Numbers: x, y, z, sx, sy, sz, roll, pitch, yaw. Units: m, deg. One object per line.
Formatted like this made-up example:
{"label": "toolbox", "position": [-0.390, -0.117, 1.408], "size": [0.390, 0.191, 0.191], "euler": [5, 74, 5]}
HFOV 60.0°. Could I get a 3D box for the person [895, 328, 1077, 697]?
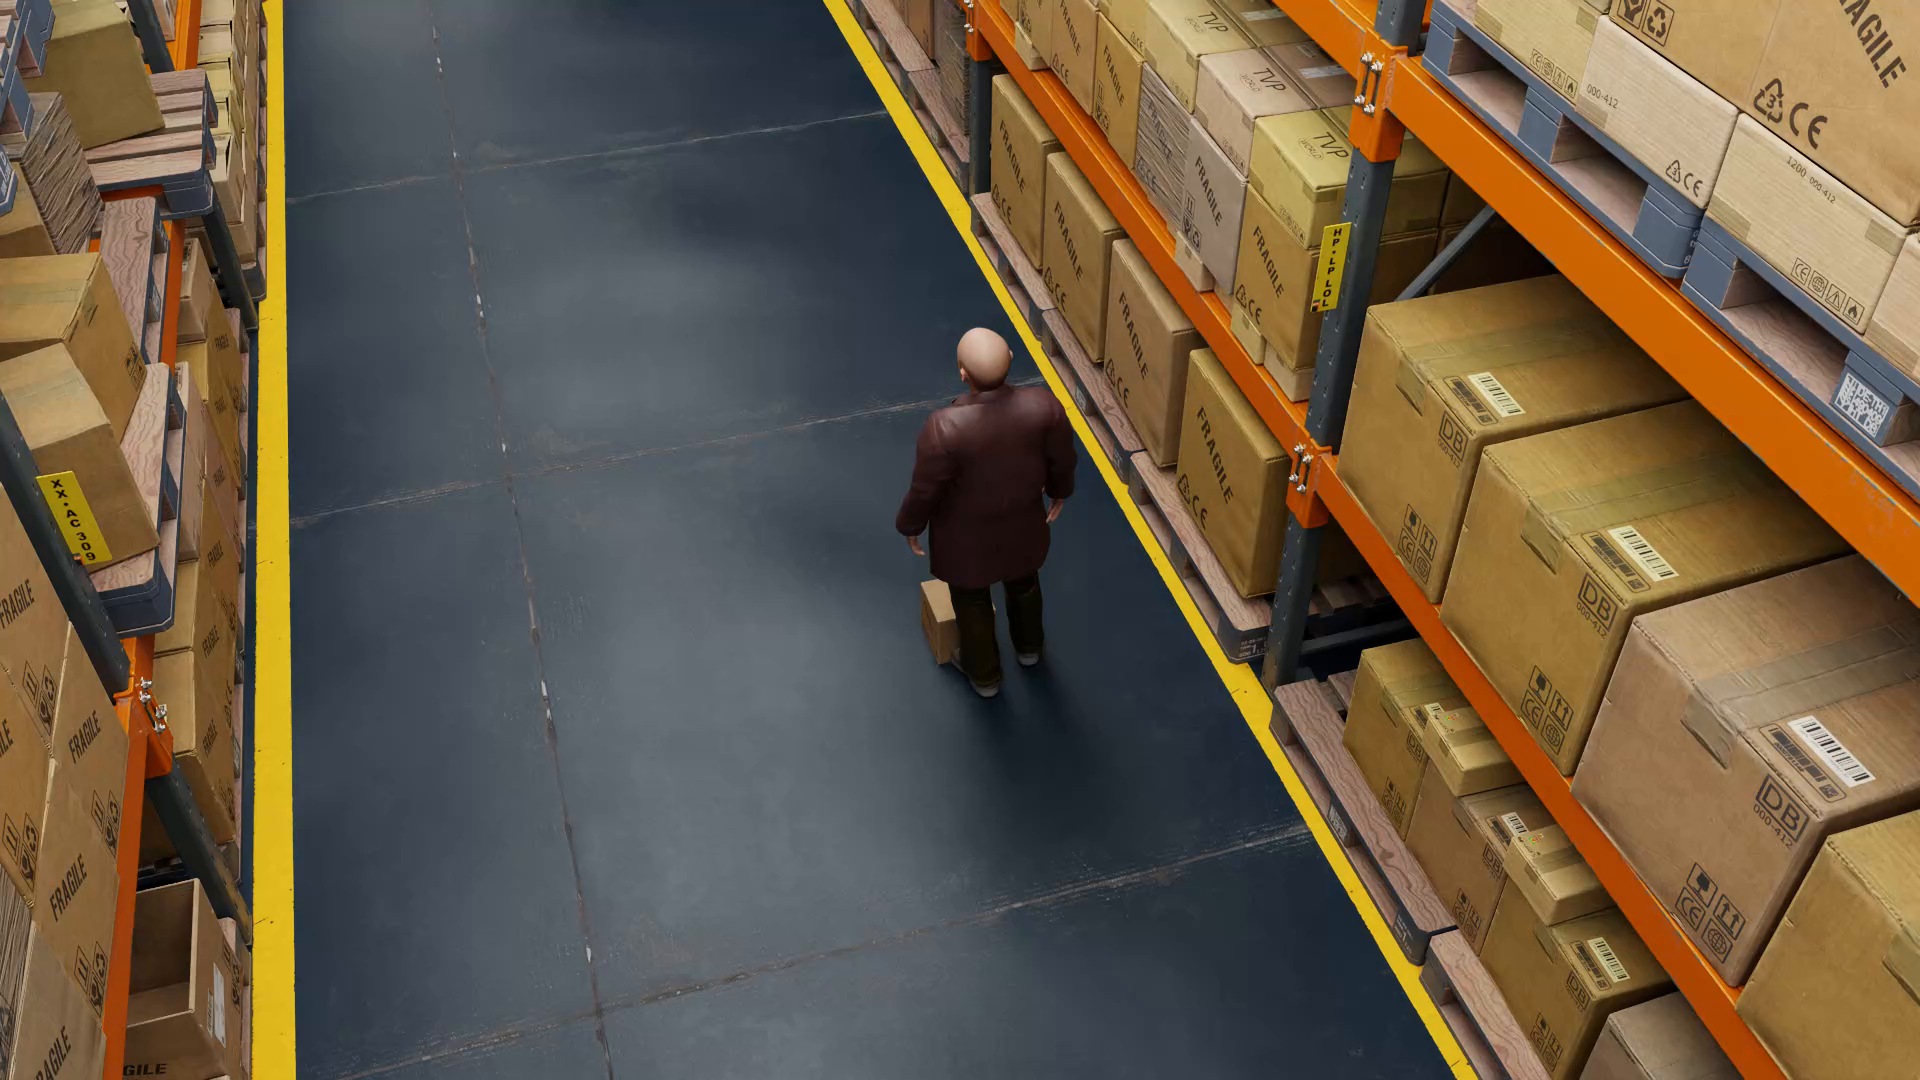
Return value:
{"label": "person", "position": [0.075, -0.142, 6.316], "size": [0.698, 1.777, 0.580], "euler": [-11, 43, -13]}
